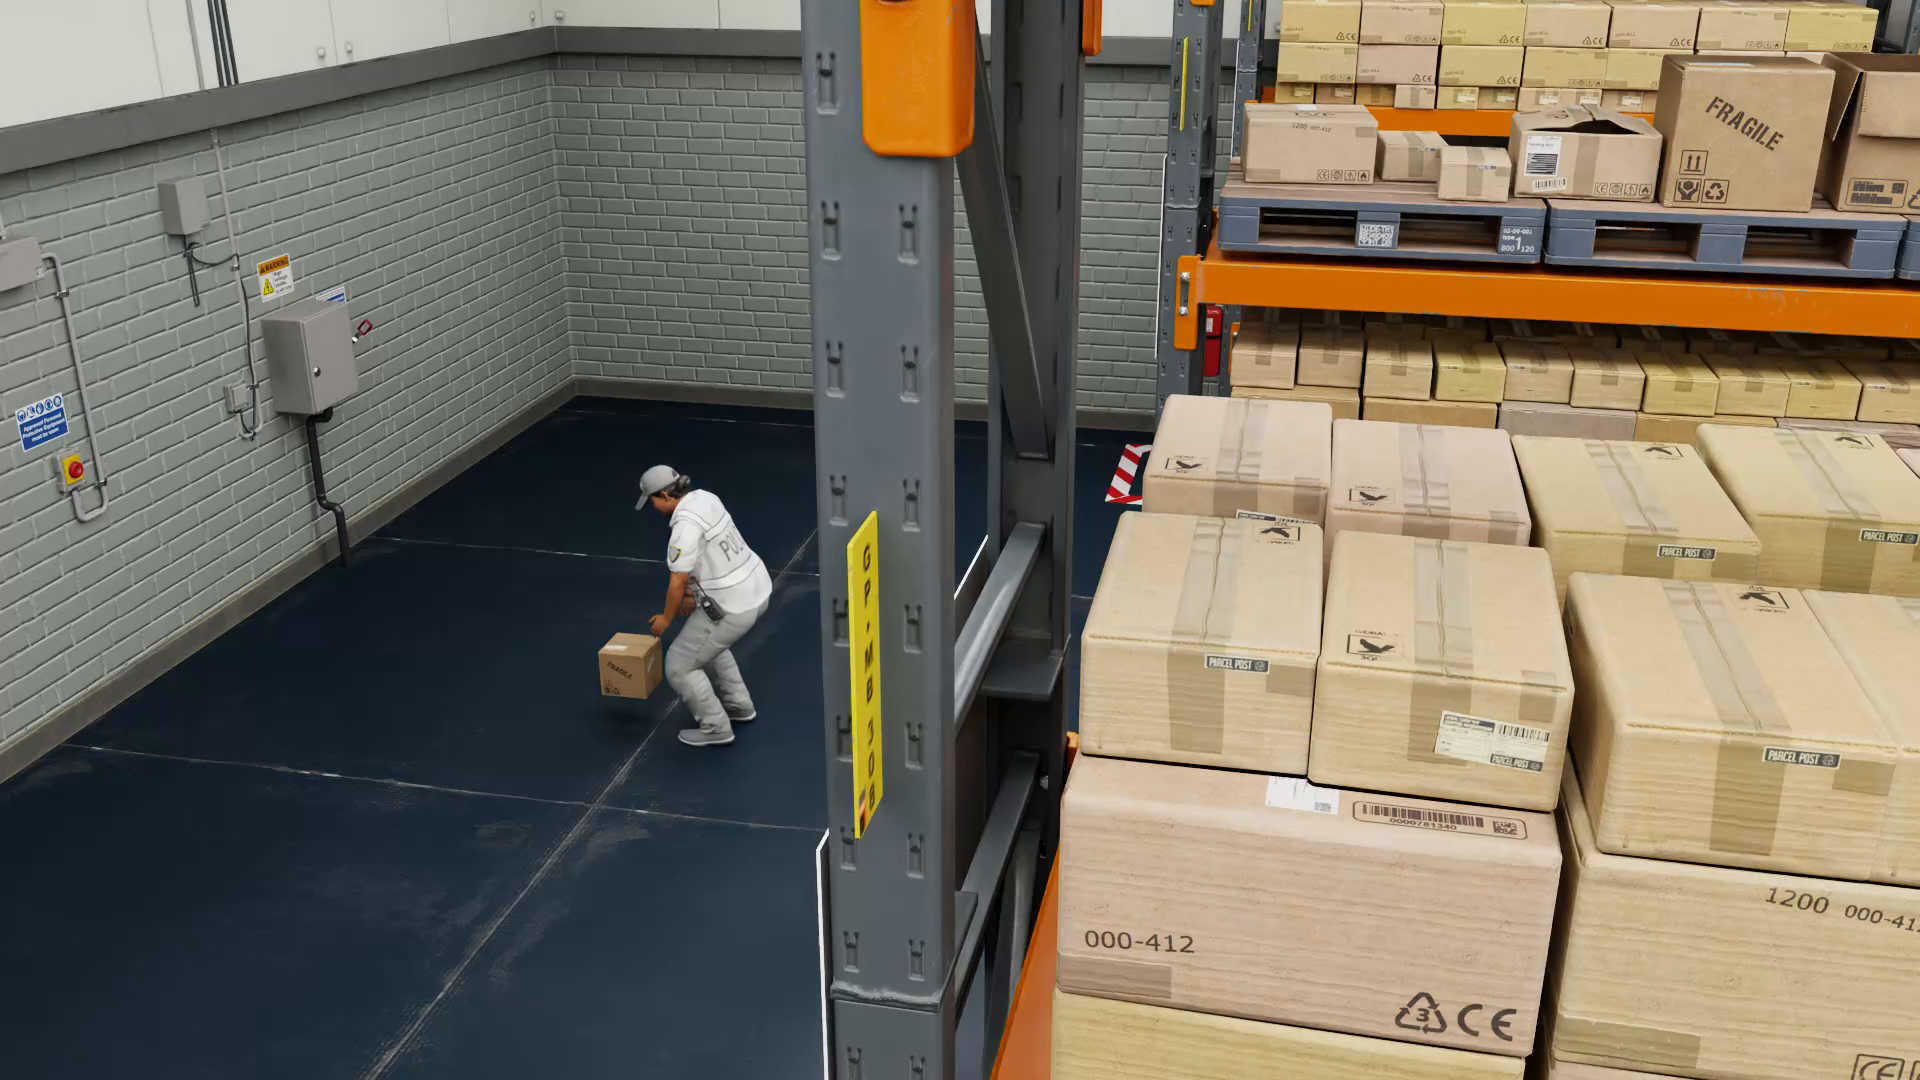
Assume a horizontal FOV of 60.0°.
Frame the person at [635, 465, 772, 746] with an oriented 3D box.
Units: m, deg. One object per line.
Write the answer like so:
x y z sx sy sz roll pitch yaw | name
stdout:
-1.307 0.333 8.515 0.652 1.480 0.528 5 22 12 | person
